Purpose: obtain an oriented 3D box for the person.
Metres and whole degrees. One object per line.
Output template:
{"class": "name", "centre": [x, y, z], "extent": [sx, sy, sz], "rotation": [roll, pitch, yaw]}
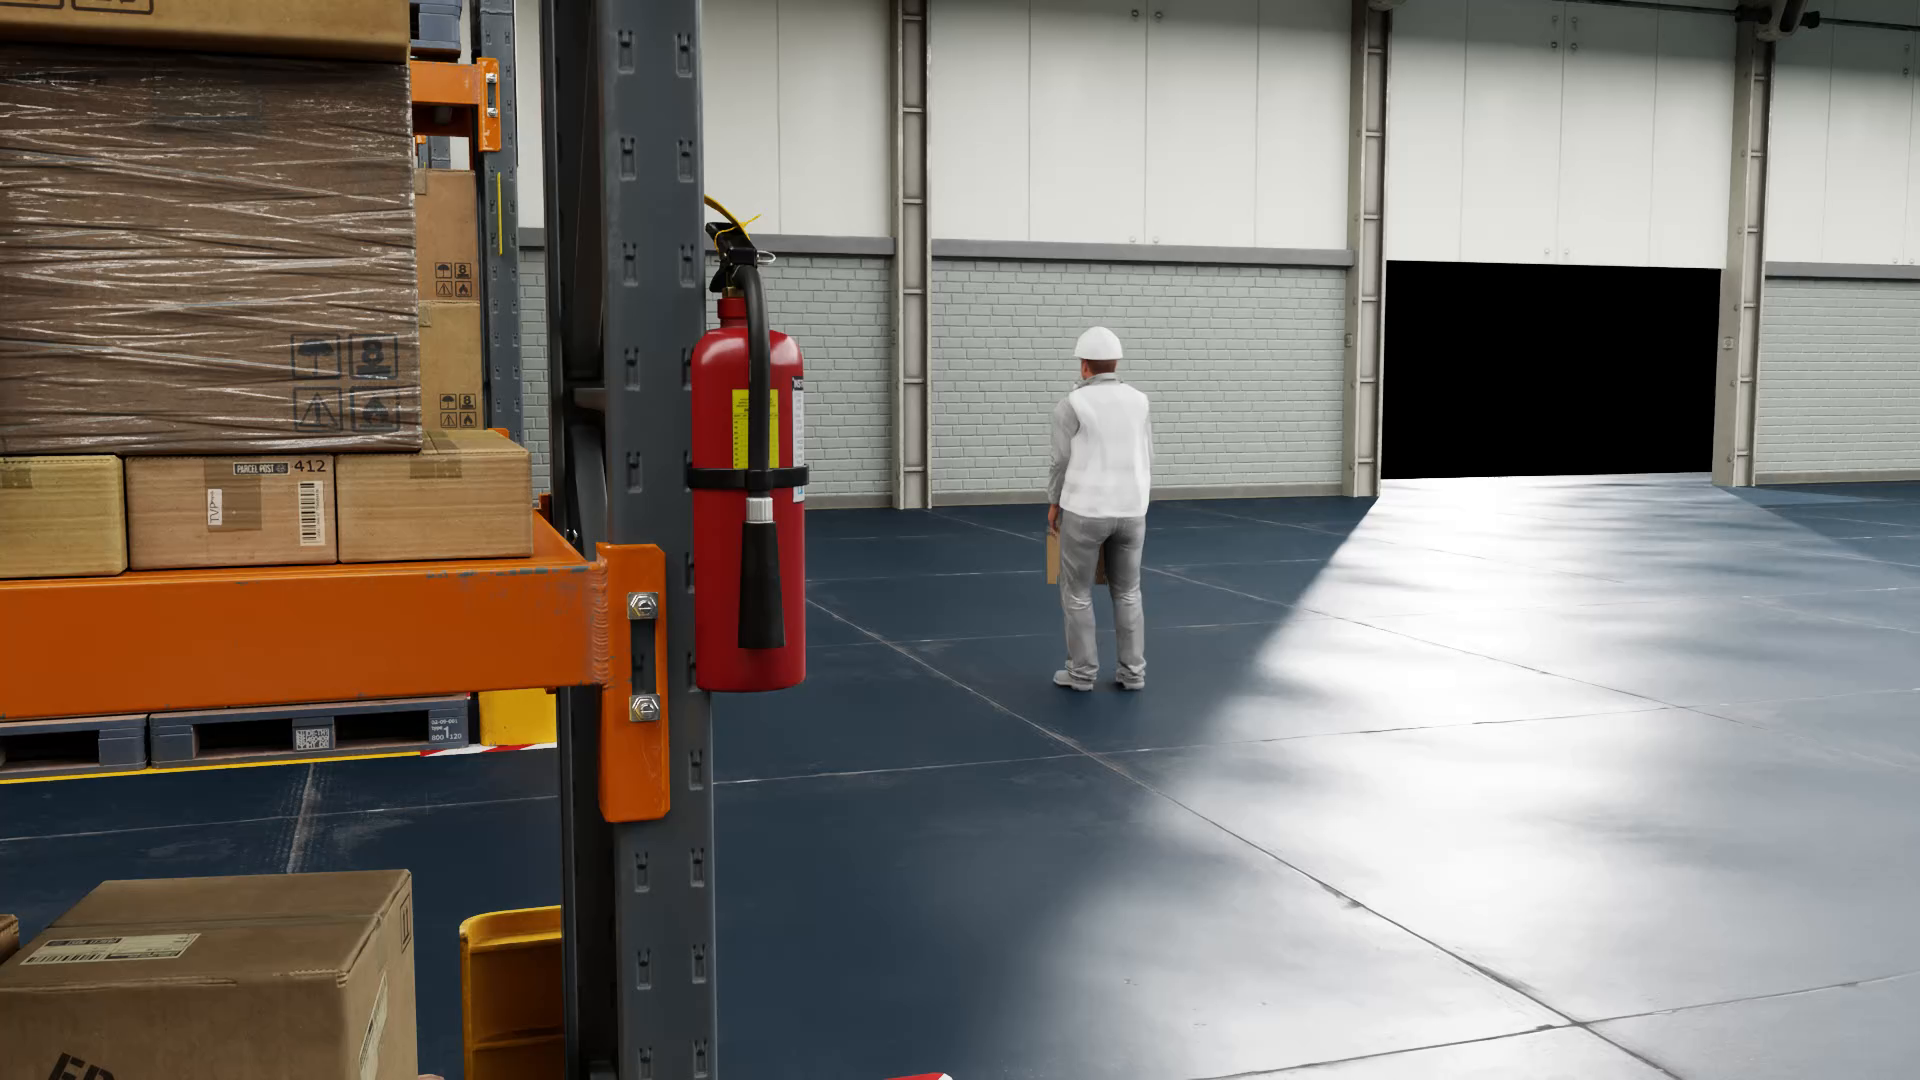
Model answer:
{"class": "person", "centre": [0.683, -0.147, 8.152], "extent": [0.570, 1.772, 0.474], "rotation": [-2, 6, -21]}
